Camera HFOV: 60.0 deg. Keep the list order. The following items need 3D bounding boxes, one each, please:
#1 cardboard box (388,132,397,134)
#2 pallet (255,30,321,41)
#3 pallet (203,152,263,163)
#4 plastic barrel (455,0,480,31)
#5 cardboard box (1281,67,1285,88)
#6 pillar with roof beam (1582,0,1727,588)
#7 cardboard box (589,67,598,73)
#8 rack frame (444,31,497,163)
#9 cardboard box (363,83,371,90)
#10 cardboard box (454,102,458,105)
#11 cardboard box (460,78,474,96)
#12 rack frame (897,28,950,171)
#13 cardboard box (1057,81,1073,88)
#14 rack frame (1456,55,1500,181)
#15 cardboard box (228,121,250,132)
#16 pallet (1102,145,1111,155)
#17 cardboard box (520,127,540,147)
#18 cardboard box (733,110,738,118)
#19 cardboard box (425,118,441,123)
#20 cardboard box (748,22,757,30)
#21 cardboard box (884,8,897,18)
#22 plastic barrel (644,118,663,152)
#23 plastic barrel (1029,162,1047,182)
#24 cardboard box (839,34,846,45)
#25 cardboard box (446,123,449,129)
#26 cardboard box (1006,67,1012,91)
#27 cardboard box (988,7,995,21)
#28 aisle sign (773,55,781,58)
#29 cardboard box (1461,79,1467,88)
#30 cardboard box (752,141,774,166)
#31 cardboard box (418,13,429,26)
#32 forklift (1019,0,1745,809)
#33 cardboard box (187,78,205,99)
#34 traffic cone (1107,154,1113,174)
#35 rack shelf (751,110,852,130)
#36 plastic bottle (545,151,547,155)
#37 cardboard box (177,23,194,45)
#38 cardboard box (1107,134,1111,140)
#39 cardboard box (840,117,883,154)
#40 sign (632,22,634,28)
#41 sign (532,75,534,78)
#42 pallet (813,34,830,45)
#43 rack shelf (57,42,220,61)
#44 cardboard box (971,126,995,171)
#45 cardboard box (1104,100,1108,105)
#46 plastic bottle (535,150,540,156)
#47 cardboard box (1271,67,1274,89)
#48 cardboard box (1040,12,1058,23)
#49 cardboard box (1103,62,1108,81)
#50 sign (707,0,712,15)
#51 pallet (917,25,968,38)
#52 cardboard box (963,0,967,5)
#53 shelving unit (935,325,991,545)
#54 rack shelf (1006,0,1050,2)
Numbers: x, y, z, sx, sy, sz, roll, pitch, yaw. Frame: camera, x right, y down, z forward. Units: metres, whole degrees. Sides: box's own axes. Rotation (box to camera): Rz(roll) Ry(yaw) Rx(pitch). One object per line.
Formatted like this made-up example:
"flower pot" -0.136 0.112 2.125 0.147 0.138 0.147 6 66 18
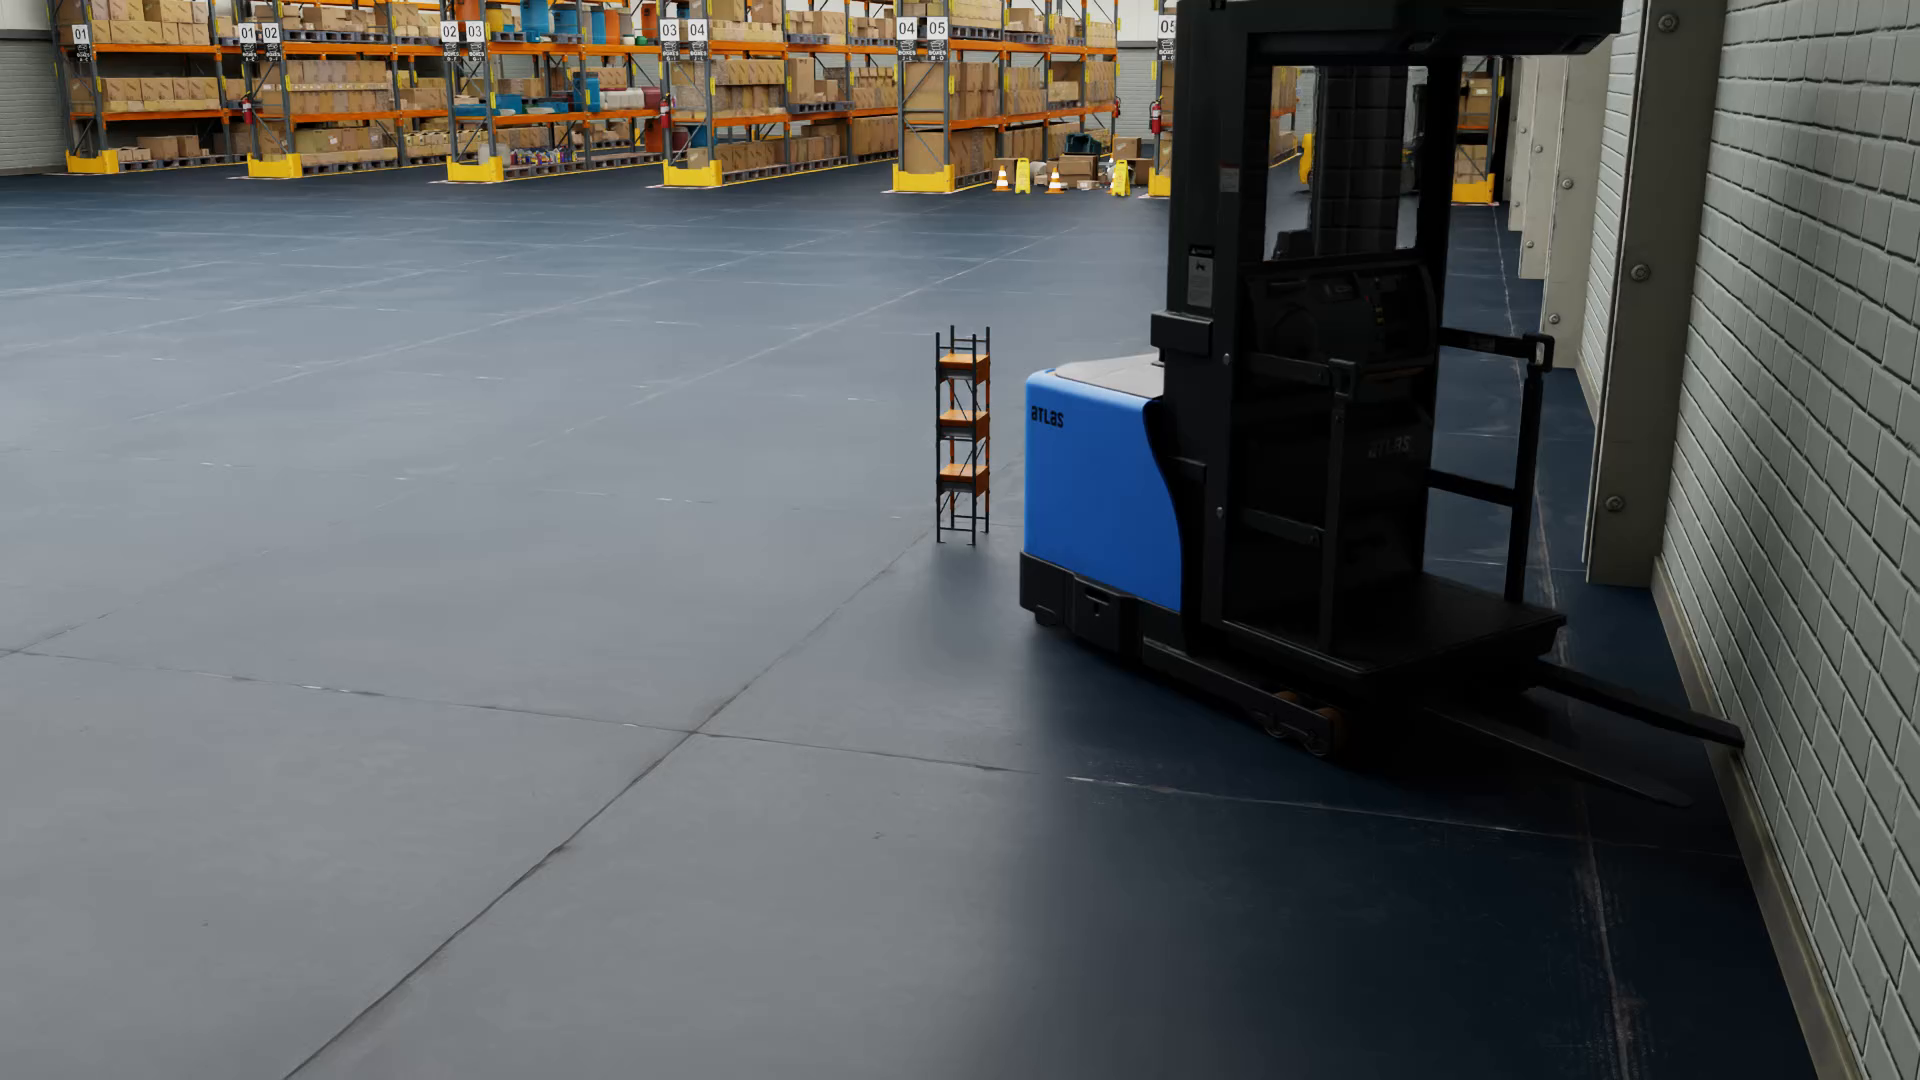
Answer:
"cardboard box" -13.798 -9.835 40.748 0.500 0.311 0.500 5 17 17
"pallet" -14.691 -10.958 36.131 1.003 0.211 1.213 5 16 16
"pallet" -18.310 -9.667 42.023 1.003 0.211 1.213 5 16 16
"plastic barrel" -10.152 -10.978 34.484 0.600 0.830 0.708 5 16 16
"cardboard box" 7.860 -11.611 41.754 0.500 0.500 0.500 5 17 16
"pillar with roof beam" -1.044 -4.506 7.726 9.100 9.000 0.400 5 16 16
"cardboard box" -10.810 -13.414 48.110 0.500 0.500 0.500 4 16 14
"rack frame" -10.168 -8.990 34.526 1.000 3.000 0.127 5 16 16
"cardboard box" -13.869 -10.491 38.449 0.380 0.149 0.250 5 16 16
"cardboard box" -12.951 -11.009 42.105 0.380 0.149 0.250 6 17 20
"cardboard box" -15.451 -13.763 50.804 0.980 0.700 0.700 4 16 15
"rack frame" -0.693 -8.194 31.722 1.000 3.000 0.127 5 16 16
"cardboard box" 2.640 -11.443 41.777 0.380 0.149 0.250 4 16 14
"rack frame" 8.842 -7.453 29.109 1.000 3.000 0.127 5 16 16
"cardboard box" -18.215 -10.483 42.193 0.500 0.250 0.500 4 16 15
"pallet" 3.568 -10.809 46.051 1.003 0.211 1.213 5 16 16
"cardboard box" -11.805 -10.979 45.314 0.500 0.500 0.500 4 16 14
"cardboard box" -4.806 -8.801 34.321 0.380 0.149 0.250 5 16 16
"cardboard box" -15.674 -12.472 49.426 0.380 0.149 0.250 5 17 18
"cardboard box" -4.468 -10.762 34.822 0.380 0.149 0.250 5 17 18
"cardboard box" -1.736 -14.093 44.510 0.500 0.250 0.500 4 16 12
"plastic barrel" -7.772 -10.370 42.600 0.600 0.830 0.708 5 16 16
"plastic barrel" 1.592 -7.586 34.298 0.421 0.421 0.512 -10 19 -32
"cardboard box" -3.046 -11.926 39.656 0.500 0.250 0.500 5 16 16
"cardboard box" -15.652 -12.350 50.184 0.700 0.500 0.500 5 17 17
"cardboard box" 0.724 -10.035 36.197 0.700 0.500 0.500 4 16 15
"cardboard box" 0.406 -10.724 33.921 0.500 0.250 0.500 5 16 16
"aisle sign" -5.320 -14.422 48.916 0.394 0.787 0.004 5 16 16
"cardboard box" 8.742 -8.066 29.354 0.380 0.149 0.250 5 16 16
"cardboard box" -4.435 -8.550 36.787 0.500 0.500 0.500 4 16 14
"cardboard box" -15.785 -15.044 48.322 0.500 0.500 0.500 4 16 15
"forklift" 1.503 -0.815 5.833 1.130 2.935 3.031 -11 19 -33
"cardboard box" -18.504 -10.824 39.857 0.500 0.500 0.500 5 16 16
"traffic cone" 3.352 -8.249 36.565 0.336 0.463 0.334 5 16 16
"rack shelf" -3.714 -9.829 38.804 1.077 0.370 4.000 5 16 16
"plastic bottle" -9.237 -8.581 37.258 0.061 0.283 0.133 5 16 16
"cardboard box" -18.593 -12.022 39.502 0.500 0.500 0.500 3 16 11
"cardboard box" 3.978 -11.194 46.207 0.380 0.149 0.250 4 16 14
"cardboard box" -2.669 -10.290 42.234 1.225 0.875 0.875 5 16 16
"sign" -9.843 -15.381 49.941 0.100 0.325 0.005 5 16 16
"sign" -12.029 -12.971 46.975 0.100 0.325 0.005 5 16 16
"pallet" -3.713 -11.429 37.975 1.213 0.211 1.003 5 16 16
"rack shelf" -19.098 -11.378 38.768 1.077 0.370 4.000 5 16 16
"cardboard box" 0.198 -8.262 35.084 0.875 0.875 0.875 5 17 17
"cardboard box" 3.819 -11.955 45.441 0.380 0.149 0.250 5 17 17
"plastic bottle" -9.584 -8.709 37.730 0.097 0.271 0.097 0 16 0
"cardboard box" 7.170 -10.966 39.477 0.500 0.500 0.500 5 17 17
"cardboard box" 2.106 -12.366 39.347 0.396 0.266 0.258 5 16 16
"cardboard box" 3.679 -12.644 44.850 0.500 0.500 0.500 6 17 19
"sign" -4.899 -10.427 32.495 0.100 0.325 0.005 5 16 16
"pallet" -0.492 -9.790 32.012 1.003 0.211 1.213 5 16 16
"cardboard box" -0.076 -10.412 32.088 0.380 0.149 0.250 5 17 16
"shelving unit" 0.015 -0.519 8.235 0.215 1.050 0.252 5 16 16
"rack shelf" 1.012 -12.112 36.591 1.077 0.370 4.000 5 16 16
